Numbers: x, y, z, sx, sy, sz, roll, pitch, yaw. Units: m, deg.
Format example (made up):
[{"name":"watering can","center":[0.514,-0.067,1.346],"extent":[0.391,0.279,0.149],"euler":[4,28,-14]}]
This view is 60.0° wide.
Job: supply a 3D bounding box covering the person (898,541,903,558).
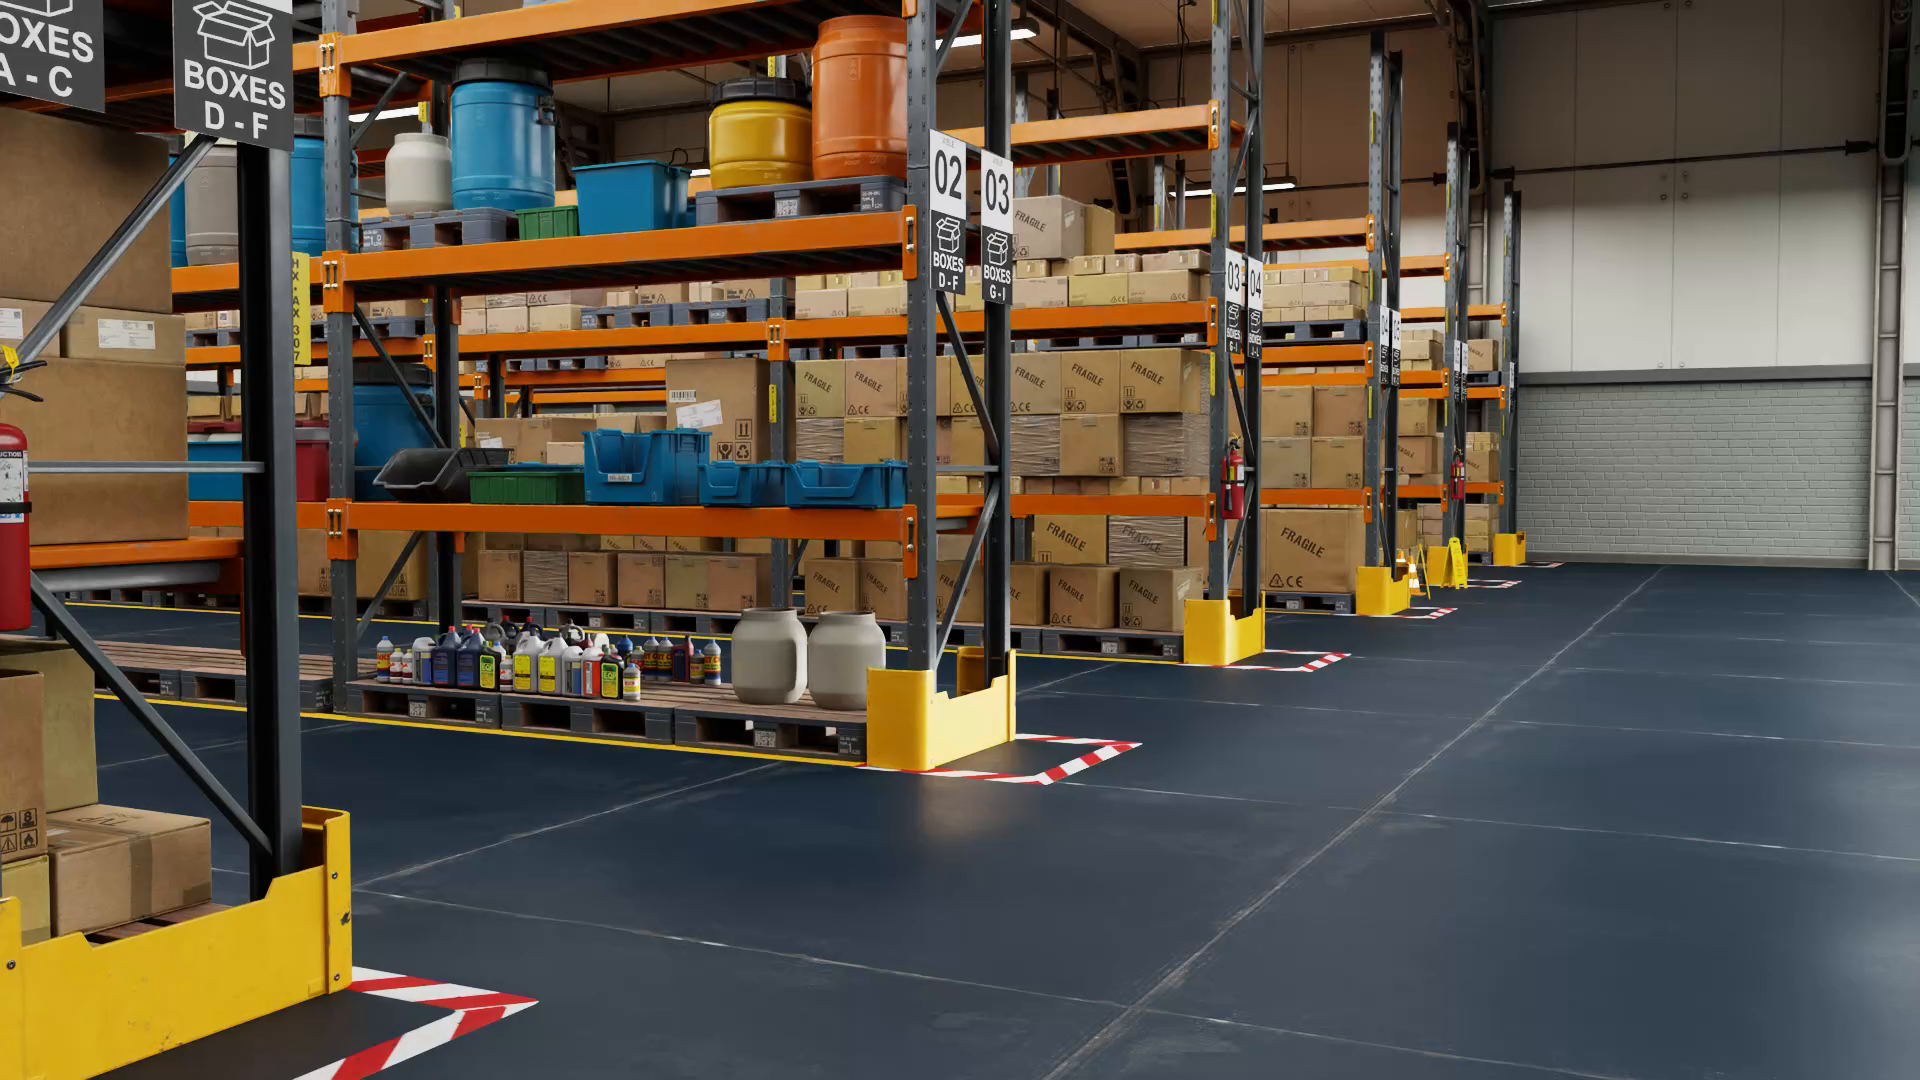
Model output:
[{"name":"person","center":[-0.461,-0.105,16.904],"extent":[0.424,1.817,0.558],"euler":[2,3,36]}]
